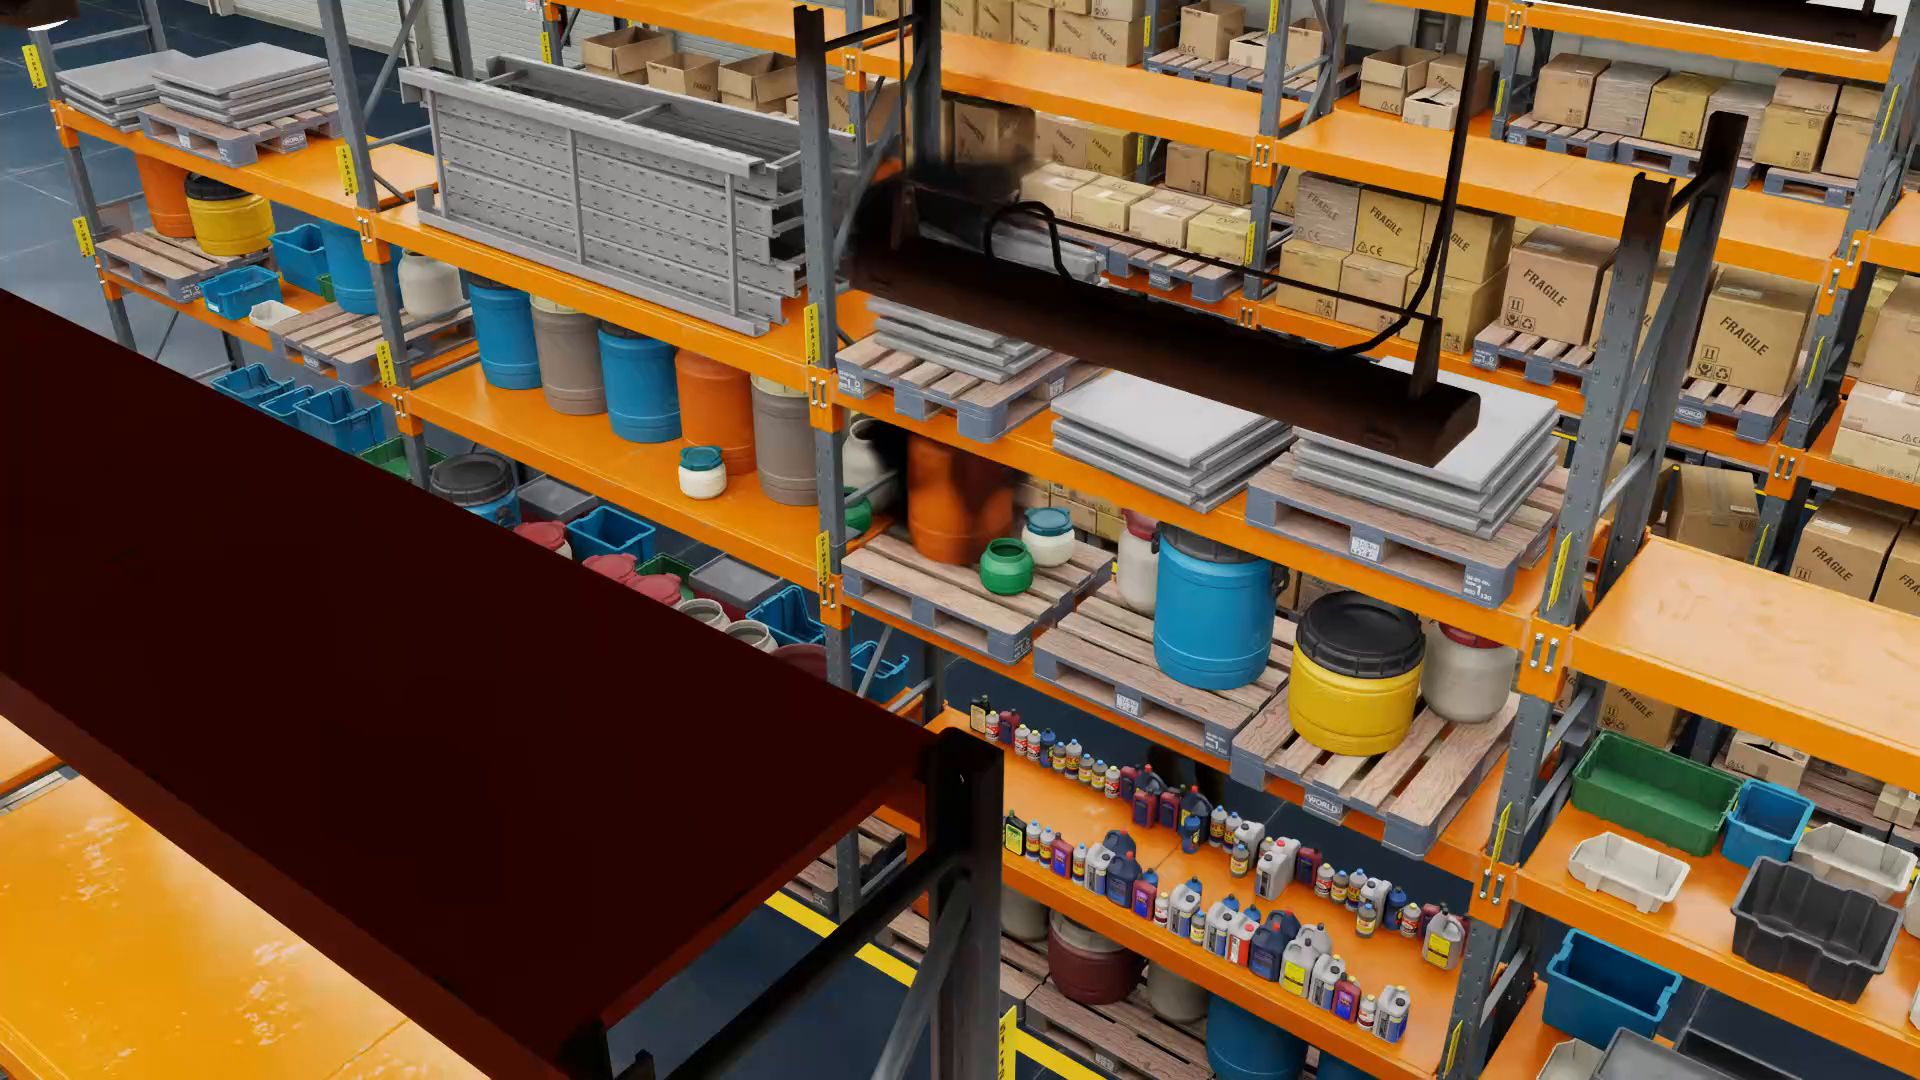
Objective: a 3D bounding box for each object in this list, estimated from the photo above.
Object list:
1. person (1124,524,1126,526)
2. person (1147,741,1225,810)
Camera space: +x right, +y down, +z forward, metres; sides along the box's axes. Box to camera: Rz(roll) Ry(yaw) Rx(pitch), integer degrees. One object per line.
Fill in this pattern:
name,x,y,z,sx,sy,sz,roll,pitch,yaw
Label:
person,1.341,0.667,11.955,0.965,1.799,0.727,23,38,33
person,1.511,1.199,11.117,0.706,1.846,0.692,20,37,29
